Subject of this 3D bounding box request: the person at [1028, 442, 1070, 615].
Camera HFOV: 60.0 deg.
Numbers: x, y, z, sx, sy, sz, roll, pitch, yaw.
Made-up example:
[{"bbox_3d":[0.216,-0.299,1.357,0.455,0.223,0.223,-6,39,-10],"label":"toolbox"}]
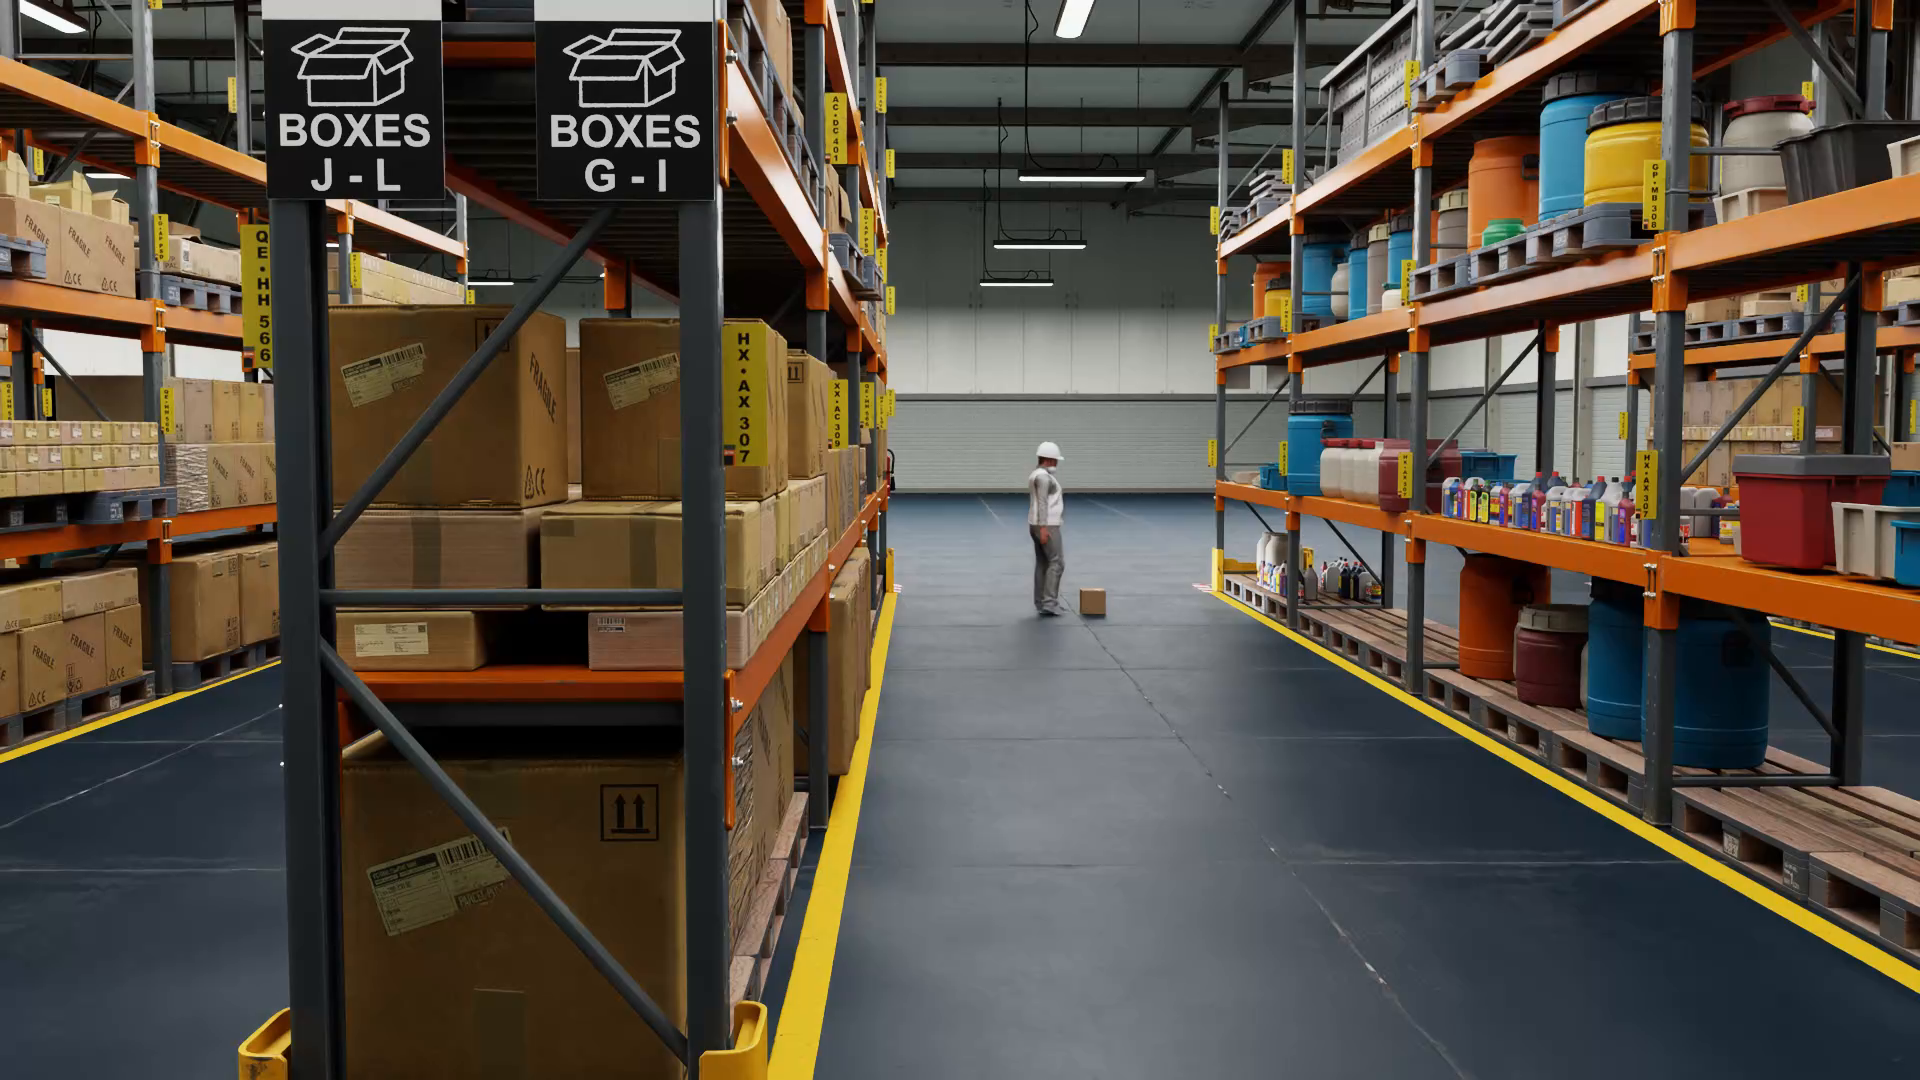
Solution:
[{"bbox_3d":[0.916,-0.117,17.374,0.397,1.813,0.603,-1,4,-10],"label":"person"}]
